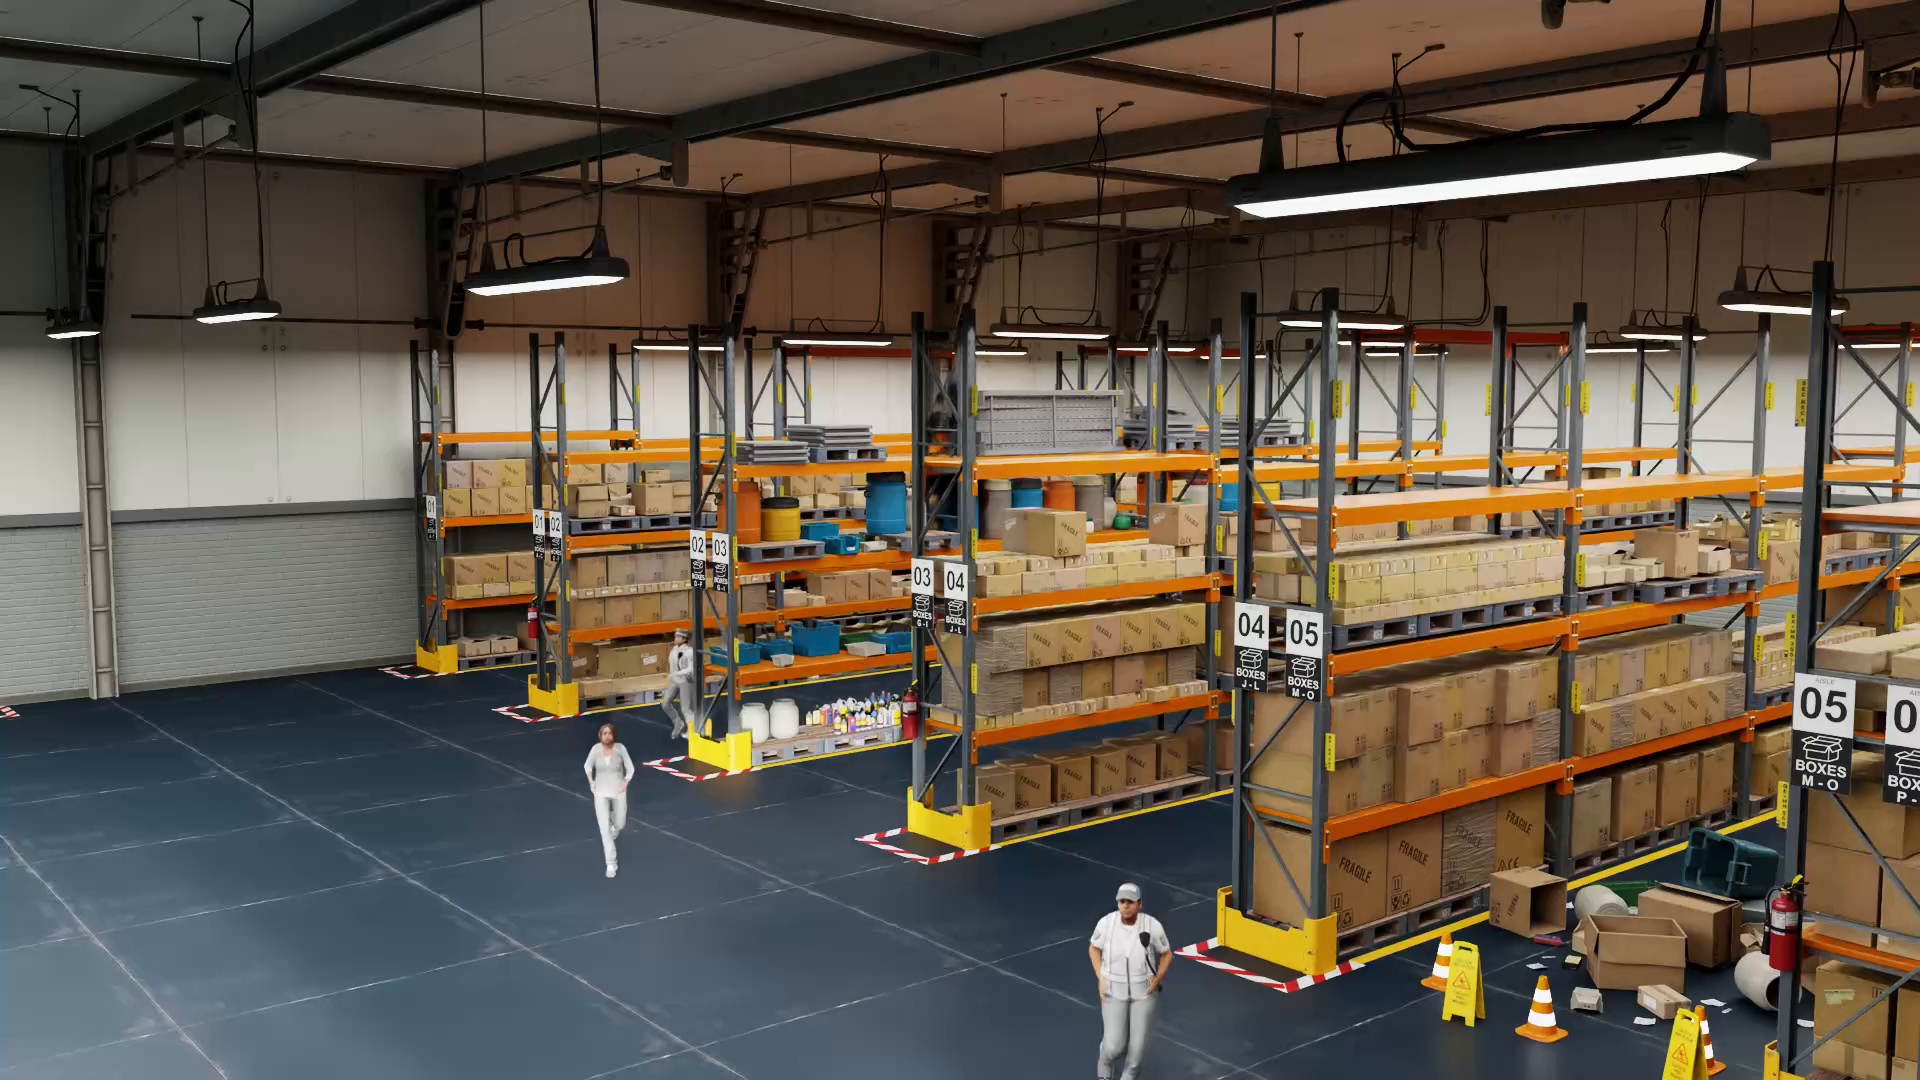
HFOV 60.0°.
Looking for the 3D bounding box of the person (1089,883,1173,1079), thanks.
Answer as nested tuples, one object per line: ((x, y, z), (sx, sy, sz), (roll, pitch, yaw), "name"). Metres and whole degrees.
((1.225, 3.260, 11.952), (0.598, 1.639, 0.586), (0, 5, 5), "person")

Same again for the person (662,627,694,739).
((-4.073, 2.096, 24.266), (0.617, 1.671, 0.624), (4, 7, 38), "person")

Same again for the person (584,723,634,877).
((-3.774, 2.750, 17.921), (0.519, 1.579, 0.924), (-1, 5, -16), "person")

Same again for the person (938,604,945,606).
((-0.270, 1.036, 35.072), (0.696, 1.762, 0.928), (5, 7, 41), "person")
